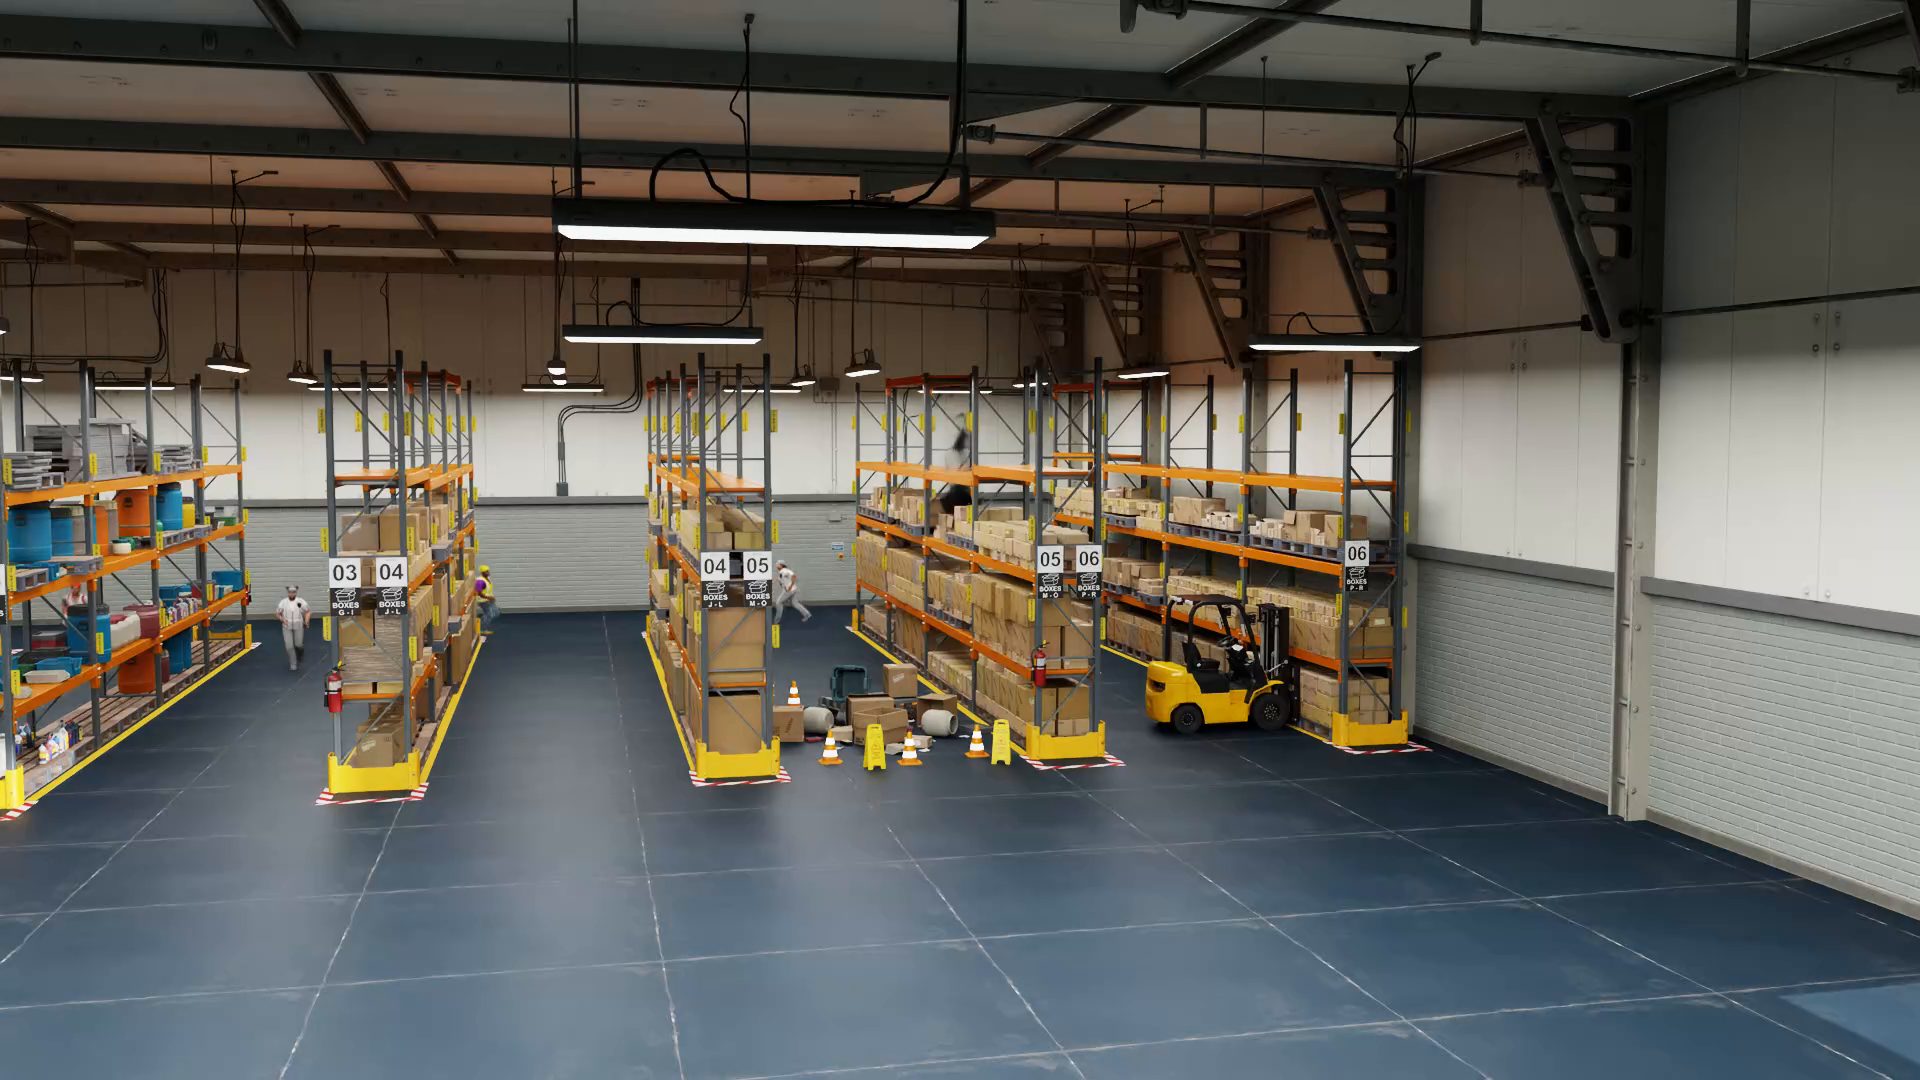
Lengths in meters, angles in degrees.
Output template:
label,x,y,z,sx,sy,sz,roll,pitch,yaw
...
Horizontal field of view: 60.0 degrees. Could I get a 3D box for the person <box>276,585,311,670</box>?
label,x,y,z,sx,sy,sz,roll,pitch,yaw
person,-13.622,1.779,33.983,0.664,1.743,0.599,-1,4,-19

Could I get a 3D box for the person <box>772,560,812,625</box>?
label,x,y,z,sx,sy,sz,roll,pitch,yaw
person,-4.200,1.323,41.341,1.009,1.676,0.606,0,4,-2

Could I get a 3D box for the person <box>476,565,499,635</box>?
label,x,y,z,sx,sy,sz,roll,pitch,yaw
person,-11.231,1.421,39.355,0.535,1.681,0.740,0,4,6

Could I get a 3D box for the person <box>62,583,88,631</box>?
label,x,y,z,sx,sy,sz,roll,pitch,yaw
person,-18.199,1.751,34.289,0.587,1.825,0.861,-2,4,-23
